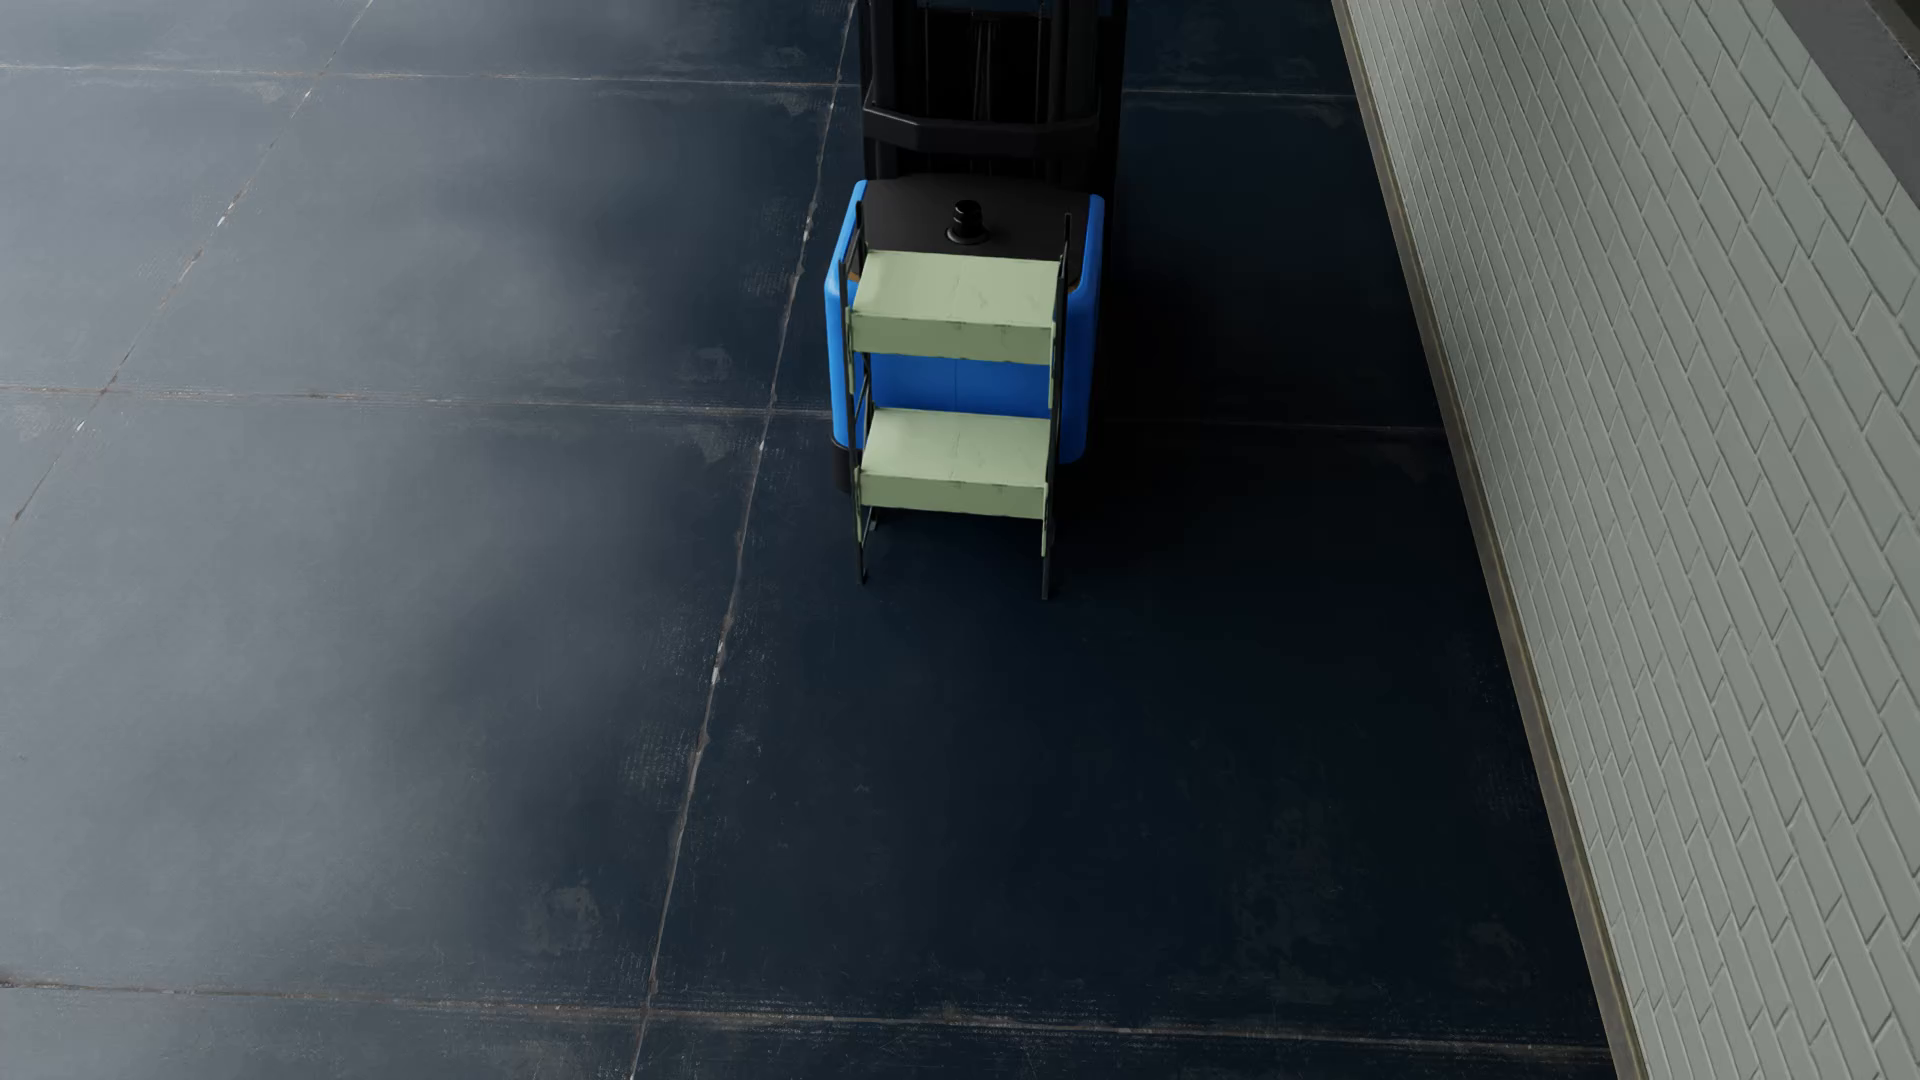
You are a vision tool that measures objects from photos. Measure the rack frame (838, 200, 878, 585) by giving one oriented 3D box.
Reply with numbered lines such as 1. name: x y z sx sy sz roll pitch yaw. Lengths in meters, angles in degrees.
1. rack frame: -0.373 -0.506 6.193 0.023 1.500 0.400 5 43 5

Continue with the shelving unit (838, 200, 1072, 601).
1. shelving unit: -0.010 -0.477 6.162 0.755 1.500 0.431 5 43 5

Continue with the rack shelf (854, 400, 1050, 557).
1. rack shelf: -0.010 -0.239 6.384 0.720 0.370 0.431 5 43 5

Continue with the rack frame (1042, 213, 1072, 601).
1. rack frame: 0.354 -0.448 6.131 0.023 1.500 0.400 5 43 5

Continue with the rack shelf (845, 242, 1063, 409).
1. rack shelf: -0.010 -0.763 5.896 0.720 0.370 0.431 5 43 5

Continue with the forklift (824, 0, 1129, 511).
1. forklift: 0.159 -2.196 6.957 1.130 2.935 3.031 5 43 5
